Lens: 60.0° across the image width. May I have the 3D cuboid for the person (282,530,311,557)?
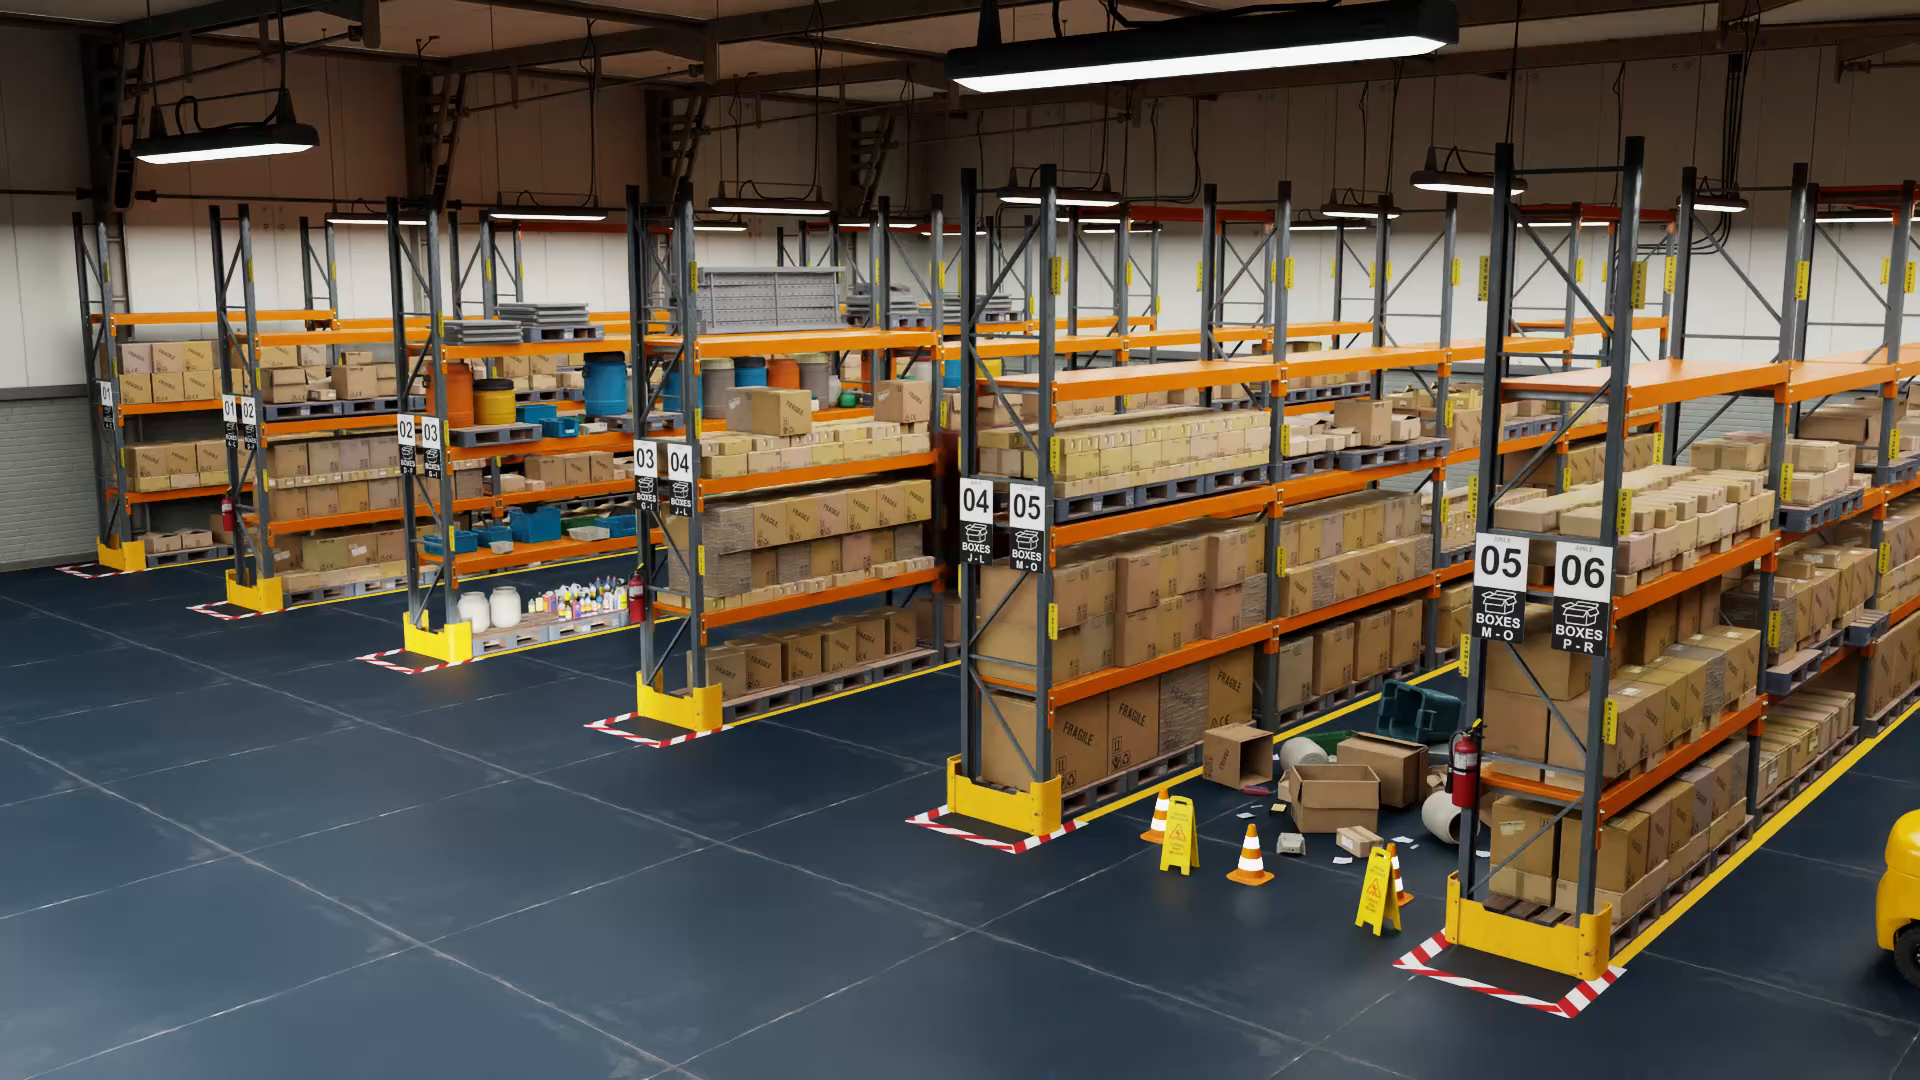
[{"bbox_3d":[-10.933,-0.228,27.551,0.632,1.706,0.579,5,11,28],"label":"person"}]

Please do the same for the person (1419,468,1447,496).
[{"bbox_3d":[8.396,-0.539,29.531,0.501,1.603,1.043,8,12,40],"label":"person"}]

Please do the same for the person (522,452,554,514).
[{"bbox_3d":[-8.263,-1.091,32.654,0.678,1.734,0.662,7,12,37],"label":"person"}]
